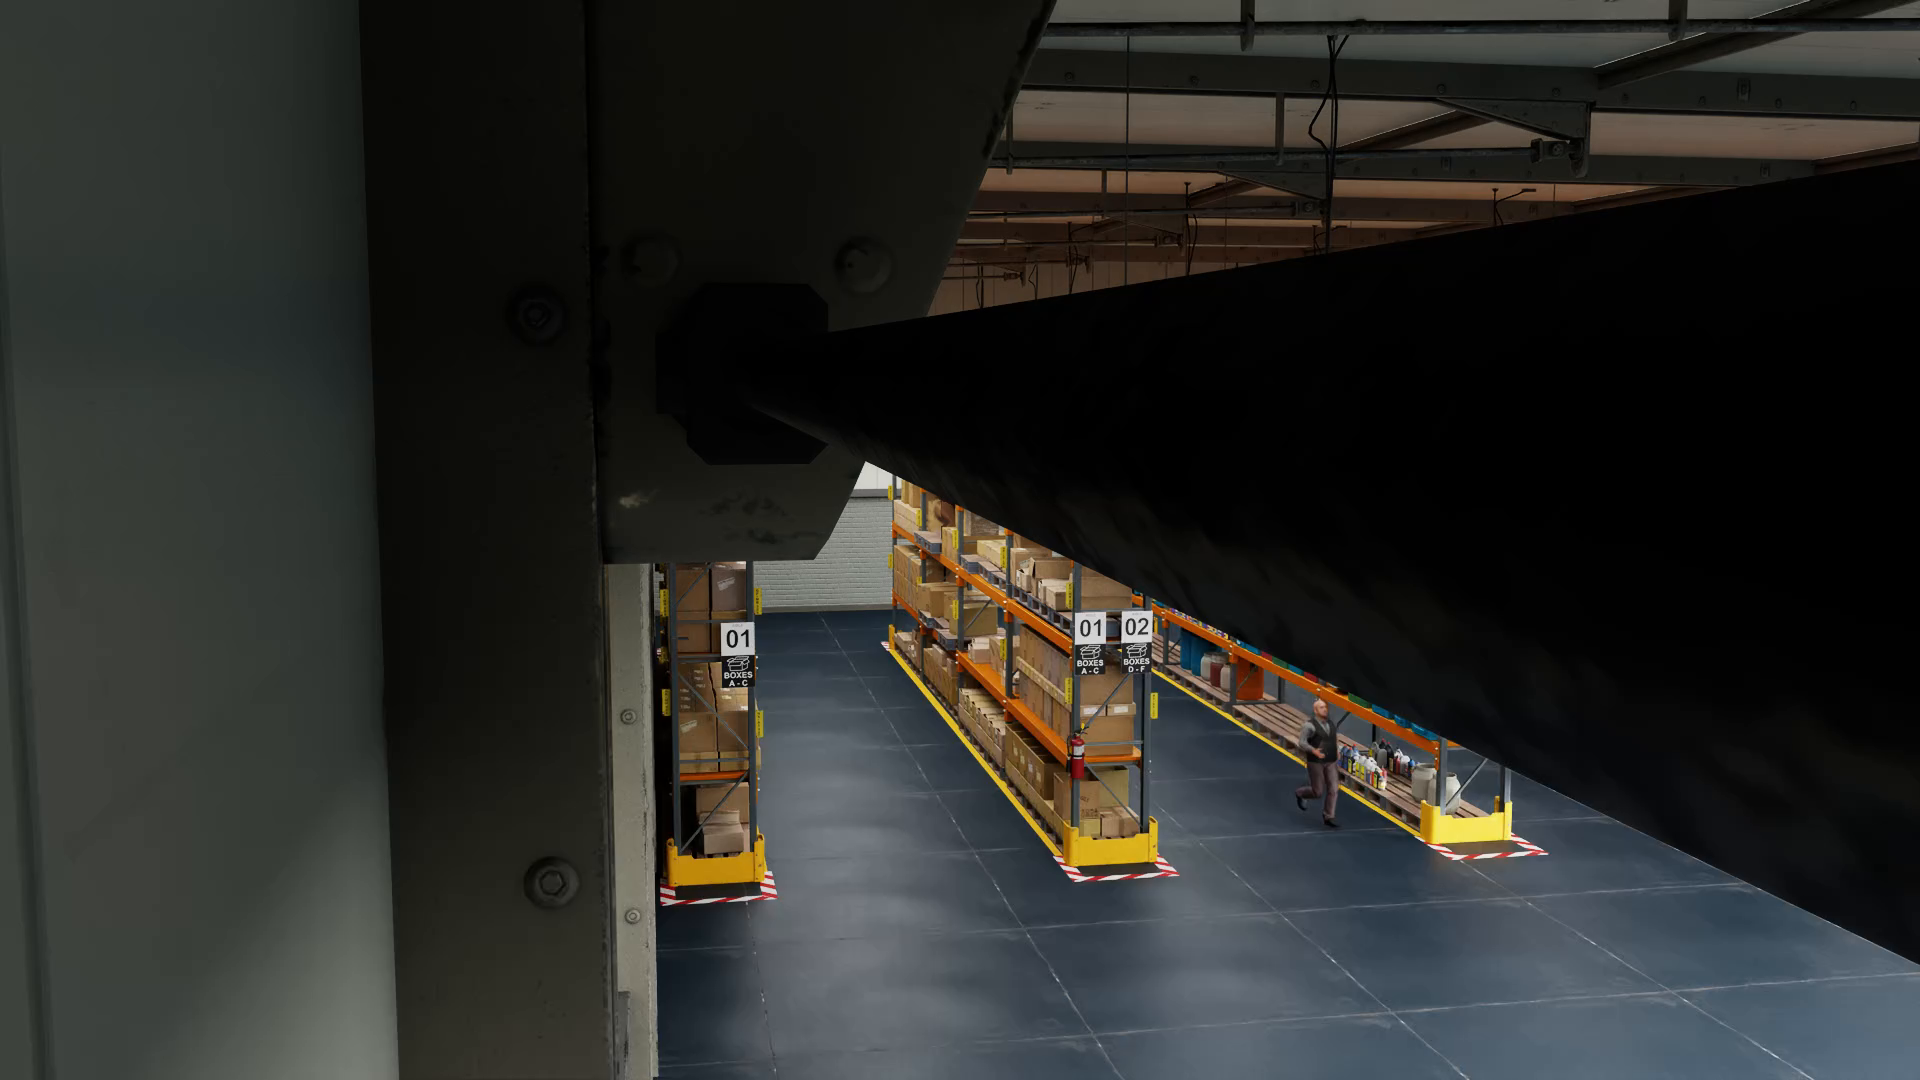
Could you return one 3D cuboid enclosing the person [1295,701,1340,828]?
[{"bbox_3d":[4.938,3.035,22.720,0.663,1.683,0.832,-3,7,-23],"label":"person"}]
